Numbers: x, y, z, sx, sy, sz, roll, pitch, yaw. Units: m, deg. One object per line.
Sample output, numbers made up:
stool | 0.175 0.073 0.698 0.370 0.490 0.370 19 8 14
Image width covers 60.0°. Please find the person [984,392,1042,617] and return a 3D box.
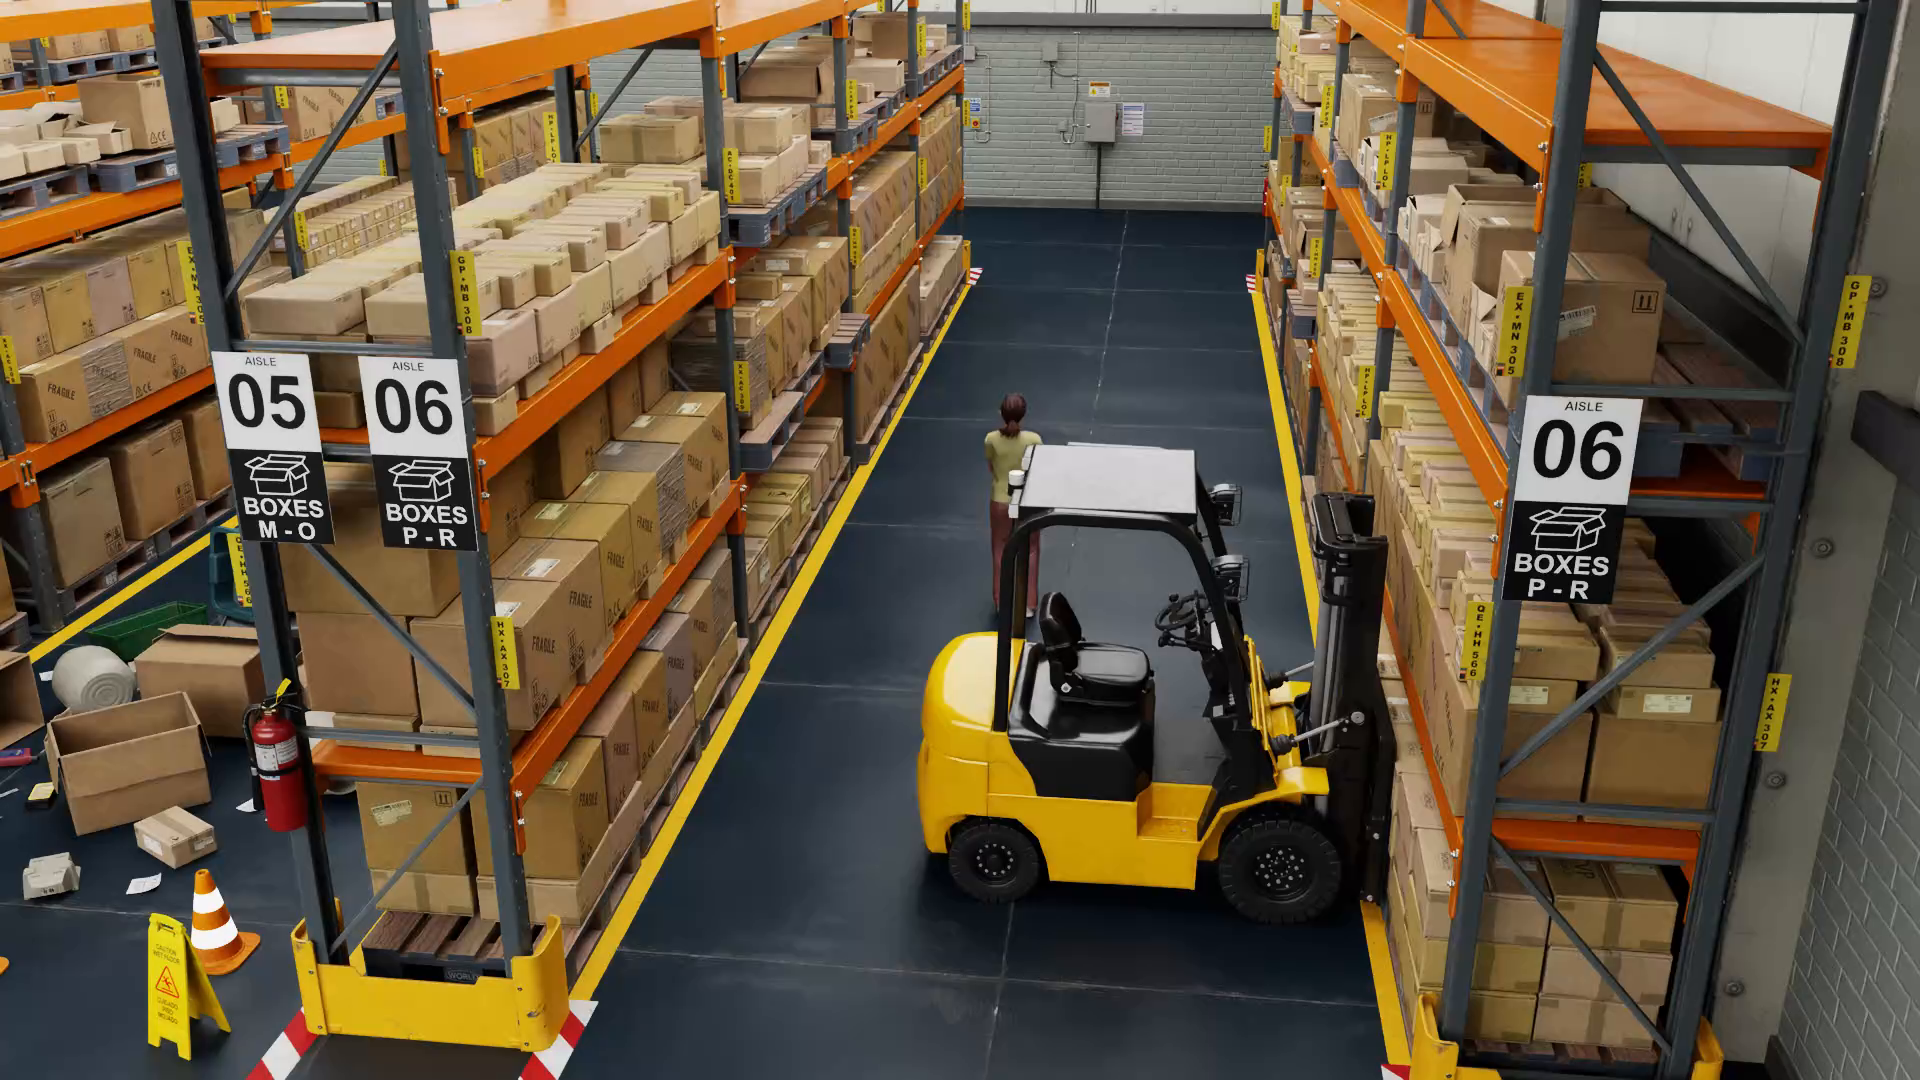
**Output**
person | 0.393 -0.278 11.817 0.425 1.662 0.554 3 21 7
